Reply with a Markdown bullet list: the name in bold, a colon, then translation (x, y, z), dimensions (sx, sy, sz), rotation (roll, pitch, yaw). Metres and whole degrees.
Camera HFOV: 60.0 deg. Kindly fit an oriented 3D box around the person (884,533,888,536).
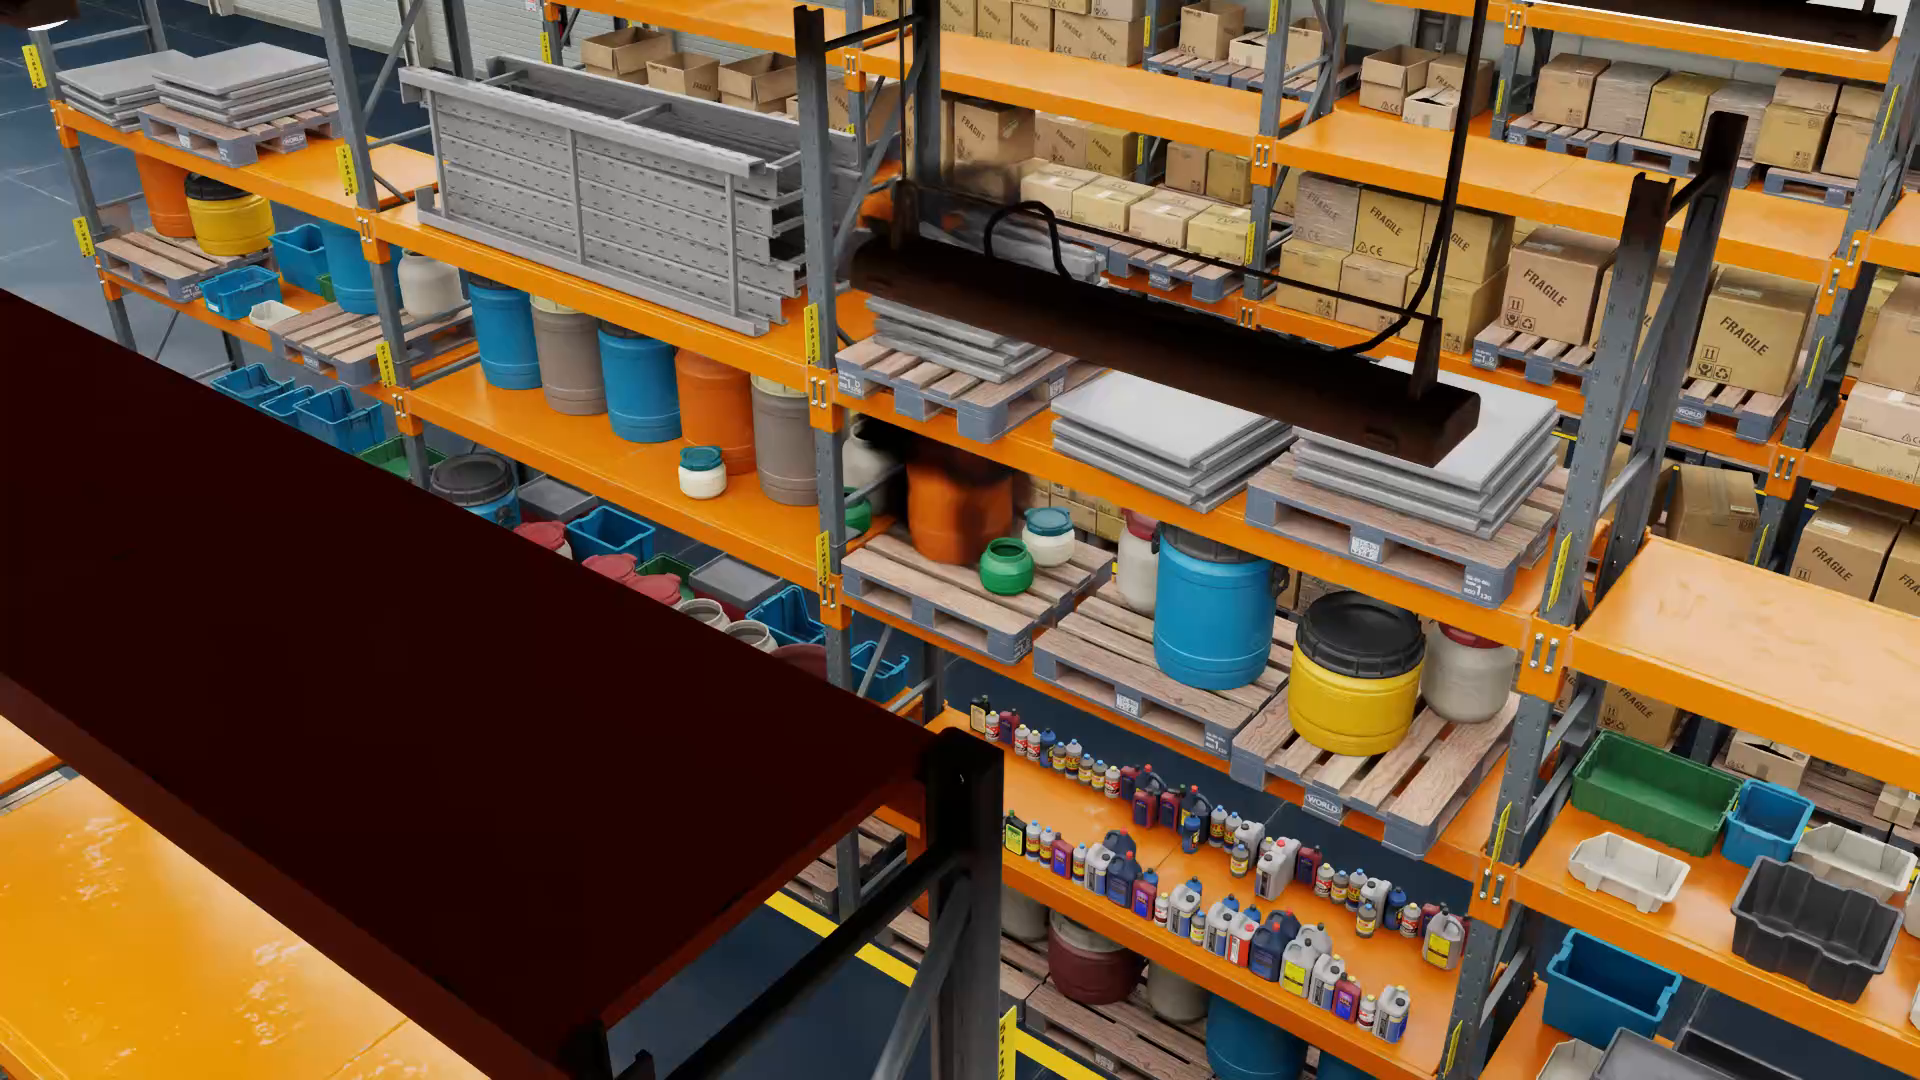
- **person**: translation (-0.531, -0.048, 13.793), dimensions (0.824, 1.724, 0.689), rotation (-5, 32, -8)
